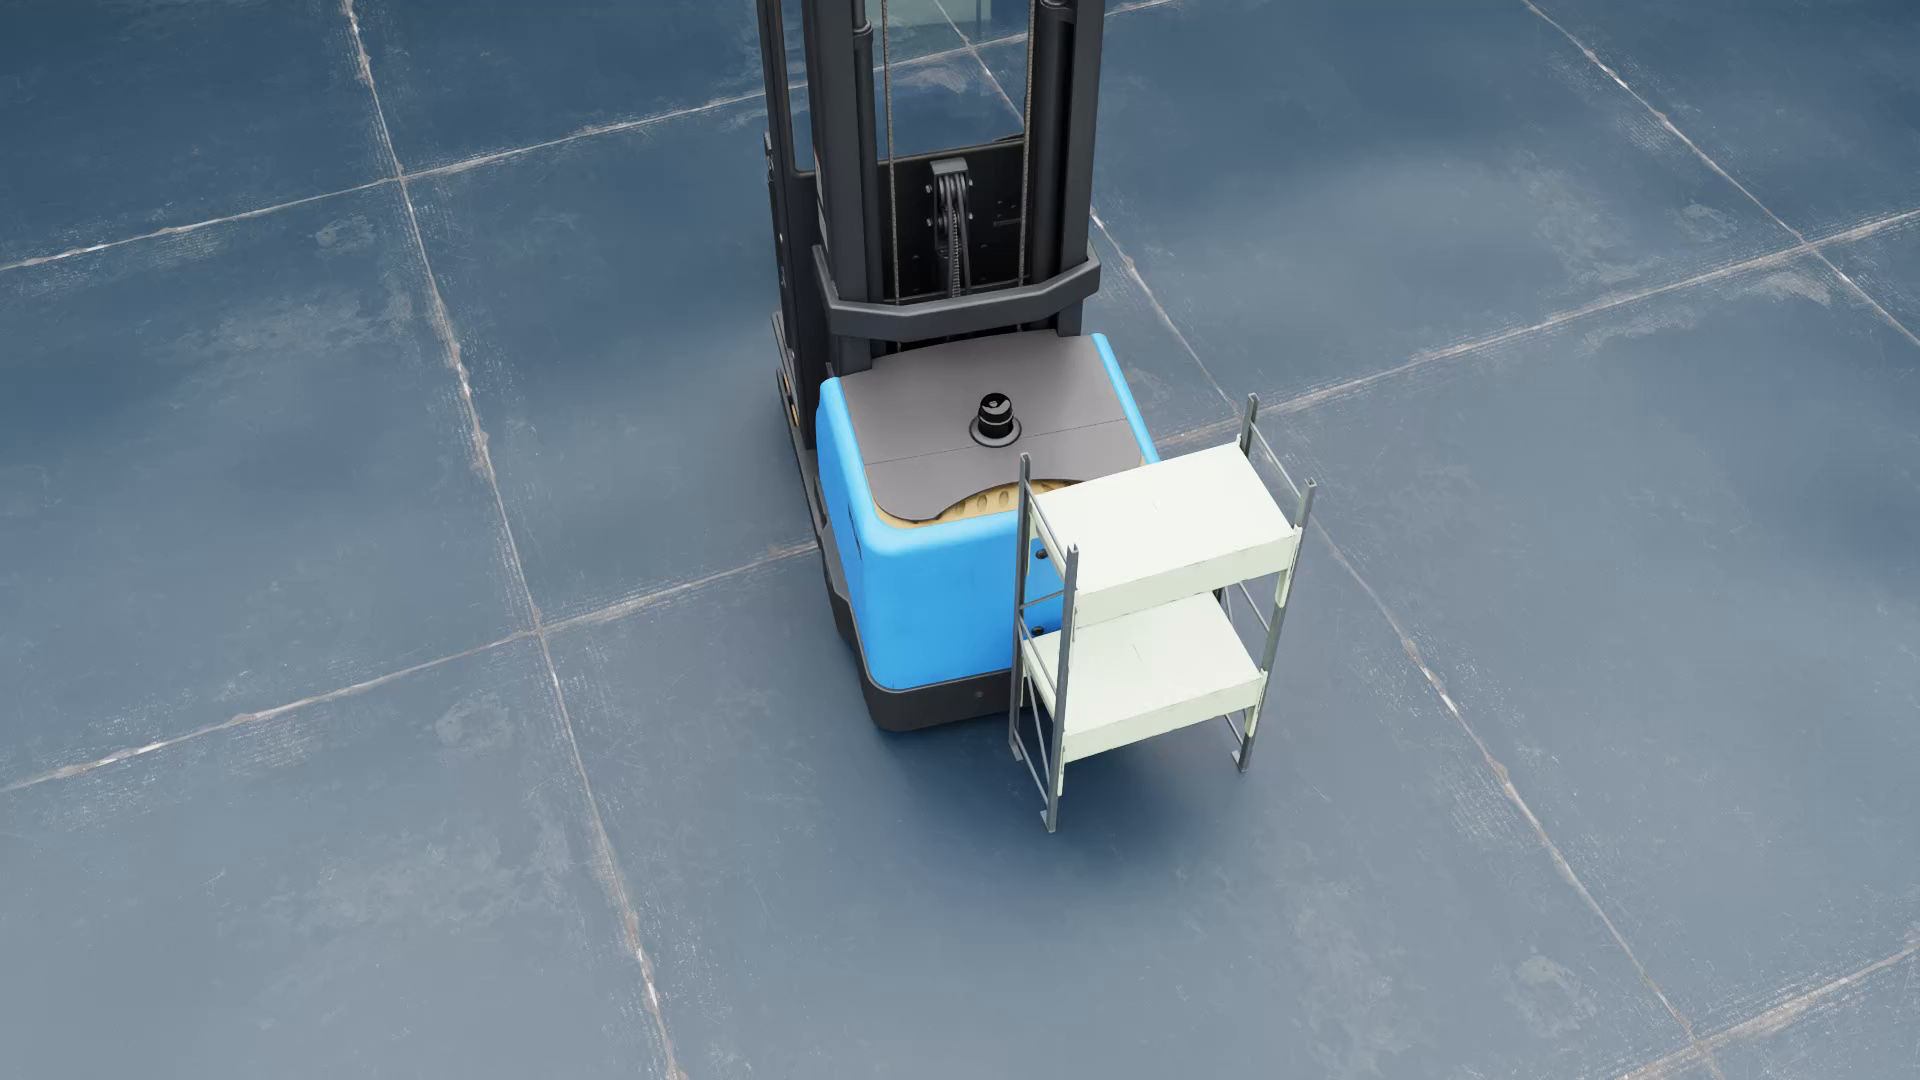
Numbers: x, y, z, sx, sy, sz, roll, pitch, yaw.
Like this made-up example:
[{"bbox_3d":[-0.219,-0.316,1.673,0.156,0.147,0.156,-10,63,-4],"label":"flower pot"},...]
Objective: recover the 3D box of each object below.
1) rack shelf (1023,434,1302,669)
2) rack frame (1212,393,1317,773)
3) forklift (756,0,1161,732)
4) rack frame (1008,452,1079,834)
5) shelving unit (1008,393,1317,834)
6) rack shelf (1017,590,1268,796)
[{"bbox_3d":[0.597,0.031,5.061,0.720,0.370,0.431,-15,51,-13],"label":"rack shelf"},{"bbox_3d":[0.941,0.191,5.438,0.023,1.500,0.400,-15,51,-13],"label":"rack frame"},{"bbox_3d":[-0.150,-1.419,5.878,1.130,2.935,3.031,-11,50,-9],"label":"forklift"},{"bbox_3d":[0.252,0.377,5.277,0.023,1.500,0.400,-15,51,-13],"label":"rack frame"},{"bbox_3d":[0.596,0.284,5.357,0.755,1.500,0.431,-15,51,-13],"label":"shelving unit"},{"bbox_3d":[0.596,0.496,5.605,0.720,0.370,0.431,-15,51,-13],"label":"rack shelf"}]
